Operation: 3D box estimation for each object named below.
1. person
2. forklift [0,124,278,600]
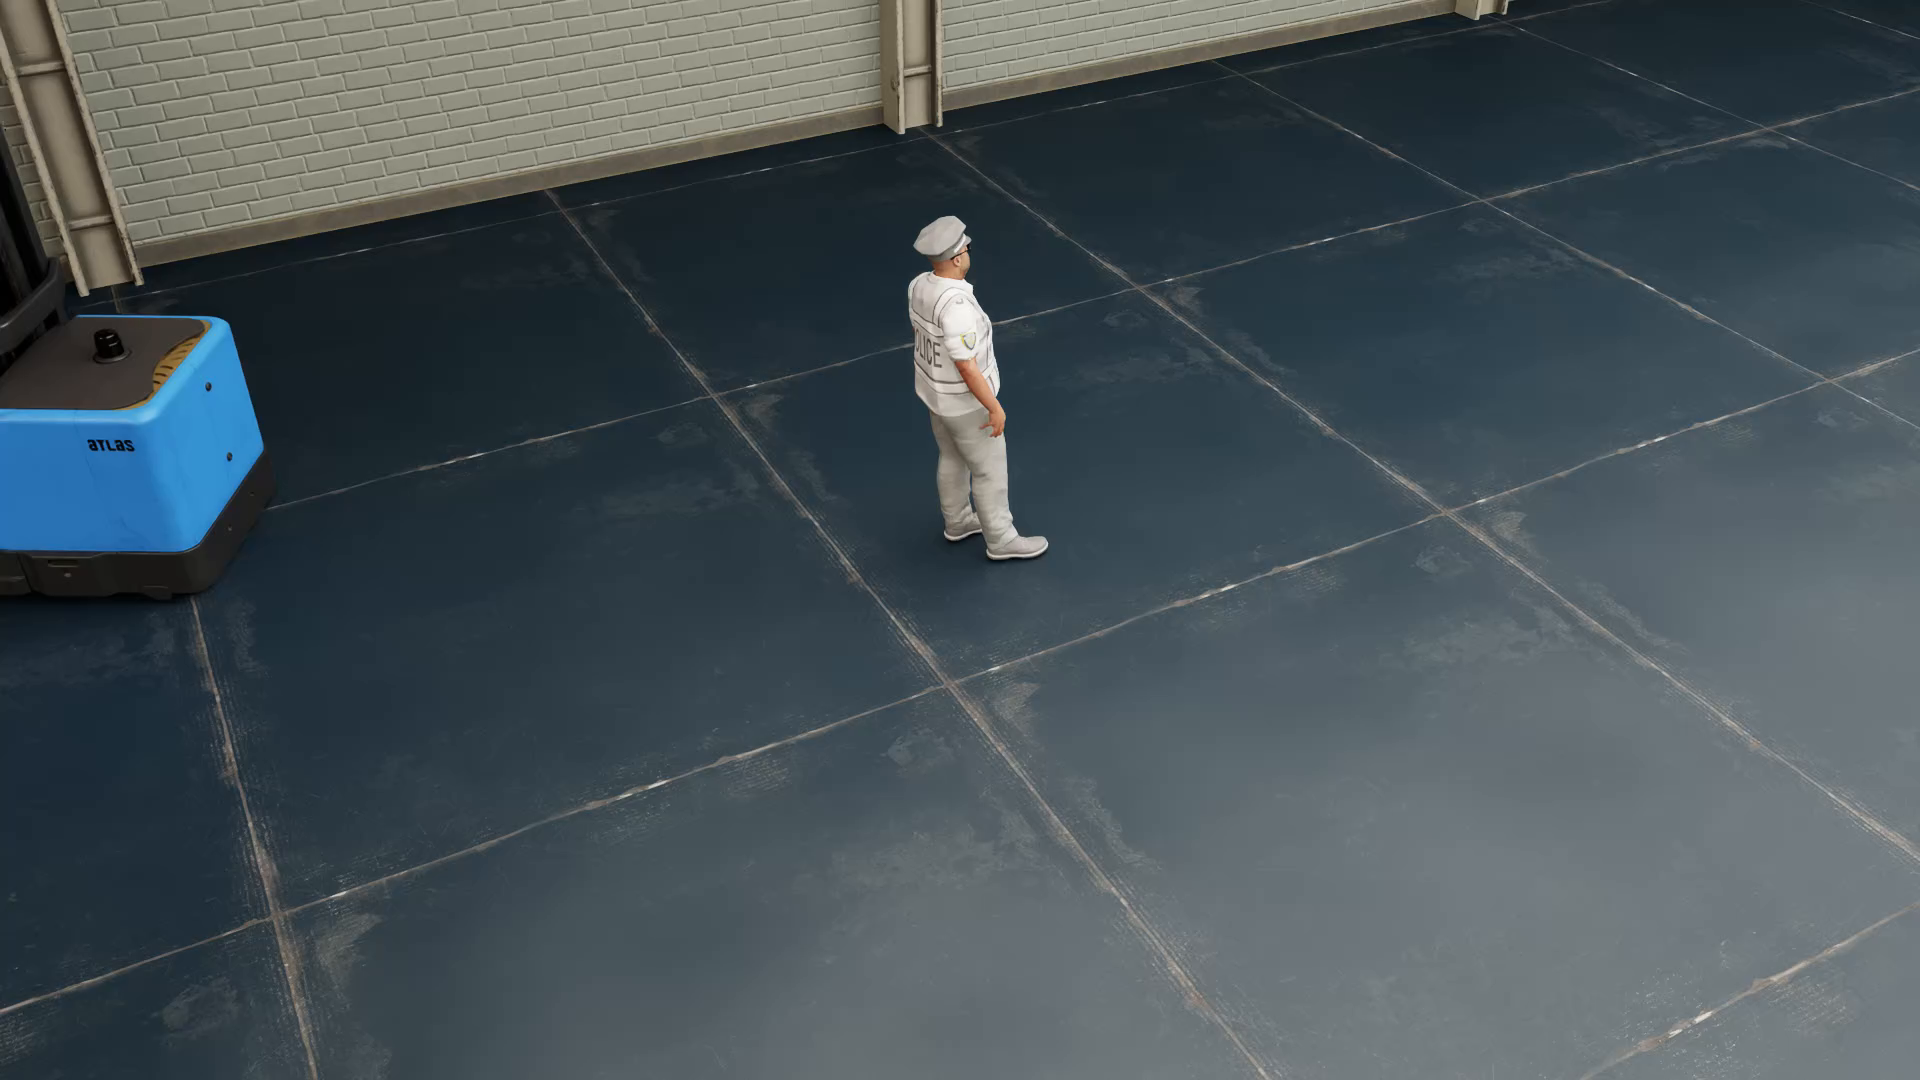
[{"bbox_3d":[0.074,-0.749,8.165,0.574,1.780,0.641,-17,39,-23],"label":"person"},{"bbox_3d":[-5.195,-1.197,7.817,3.031,2.935,1.130,1,35,1],"label":"forklift"}]
